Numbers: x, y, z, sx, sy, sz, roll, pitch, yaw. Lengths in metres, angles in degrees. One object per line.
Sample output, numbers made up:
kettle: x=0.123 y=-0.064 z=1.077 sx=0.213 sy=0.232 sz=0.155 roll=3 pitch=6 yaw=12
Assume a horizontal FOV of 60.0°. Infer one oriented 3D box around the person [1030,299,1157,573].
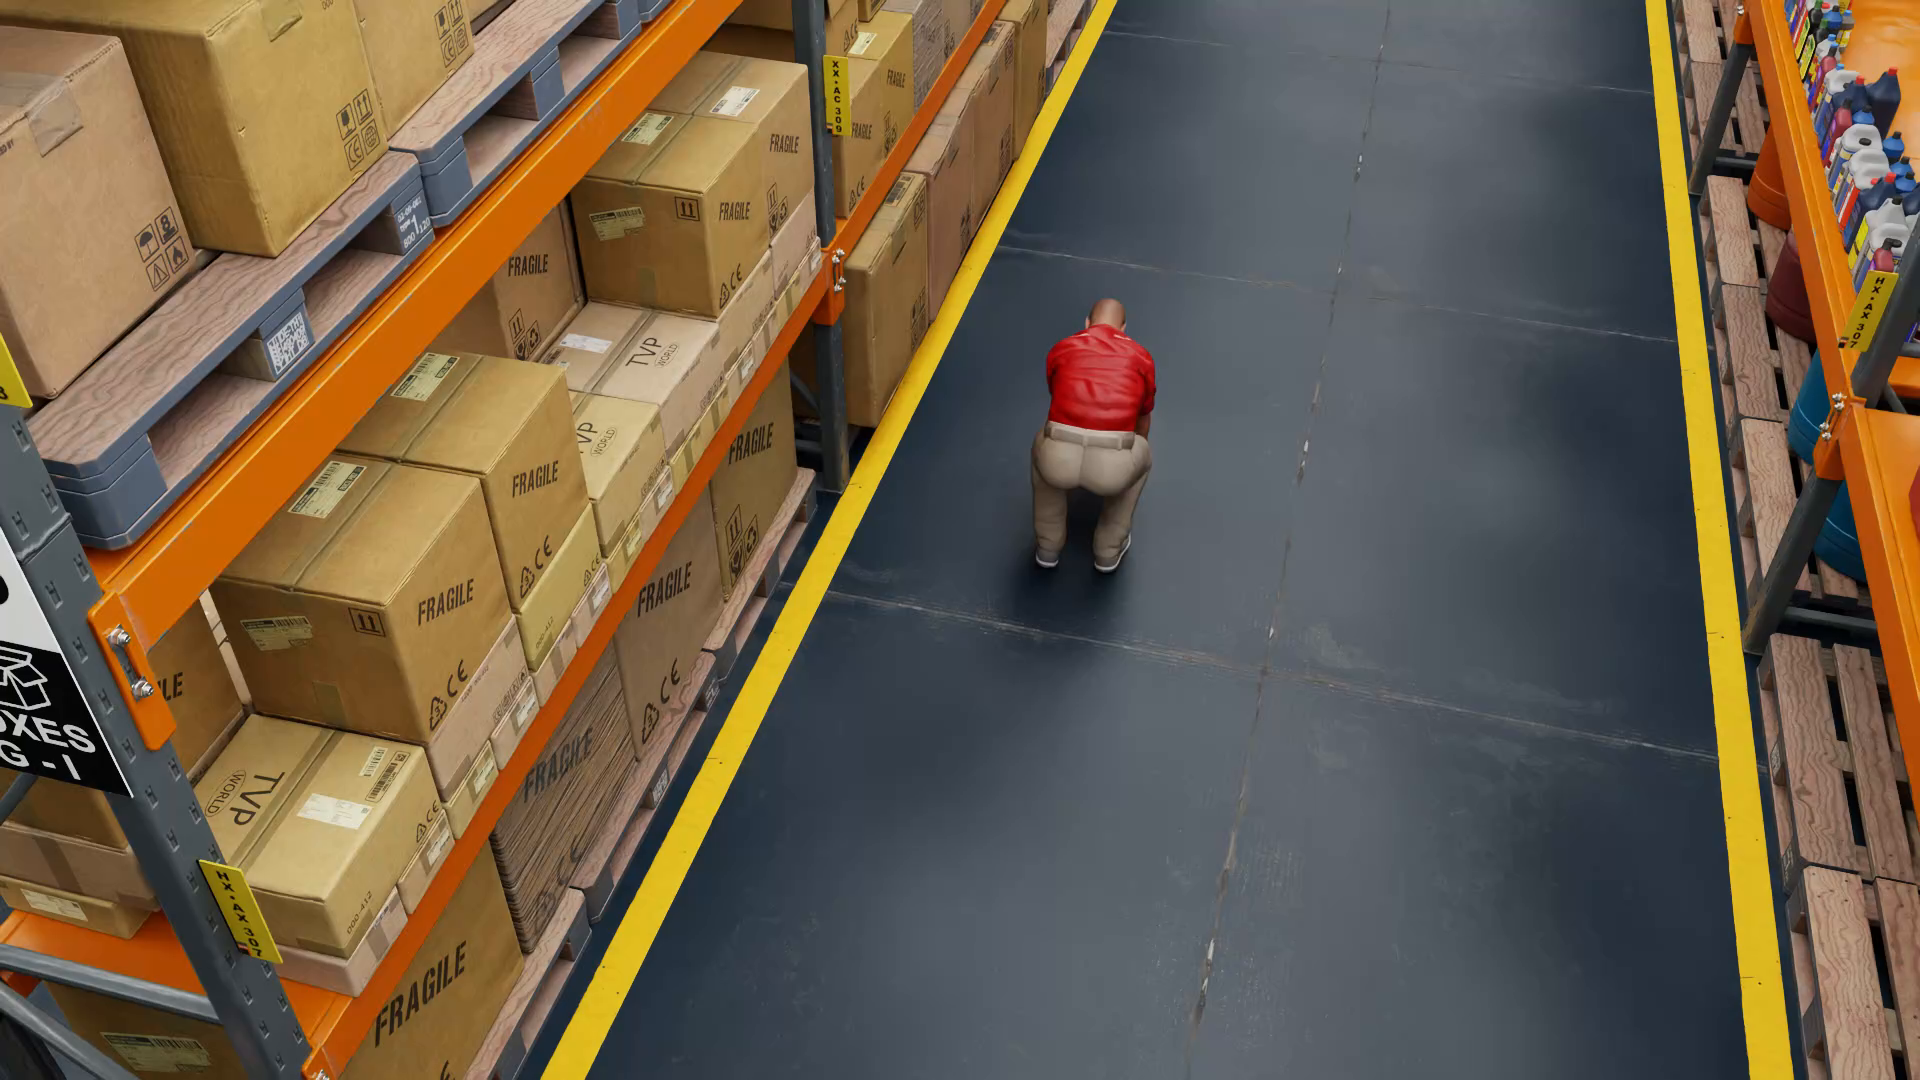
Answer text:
person: x=0.574 y=-0.416 z=7.224 sx=0.536 sy=0.987 sz=0.934 roll=8 pitch=41 yaw=9
